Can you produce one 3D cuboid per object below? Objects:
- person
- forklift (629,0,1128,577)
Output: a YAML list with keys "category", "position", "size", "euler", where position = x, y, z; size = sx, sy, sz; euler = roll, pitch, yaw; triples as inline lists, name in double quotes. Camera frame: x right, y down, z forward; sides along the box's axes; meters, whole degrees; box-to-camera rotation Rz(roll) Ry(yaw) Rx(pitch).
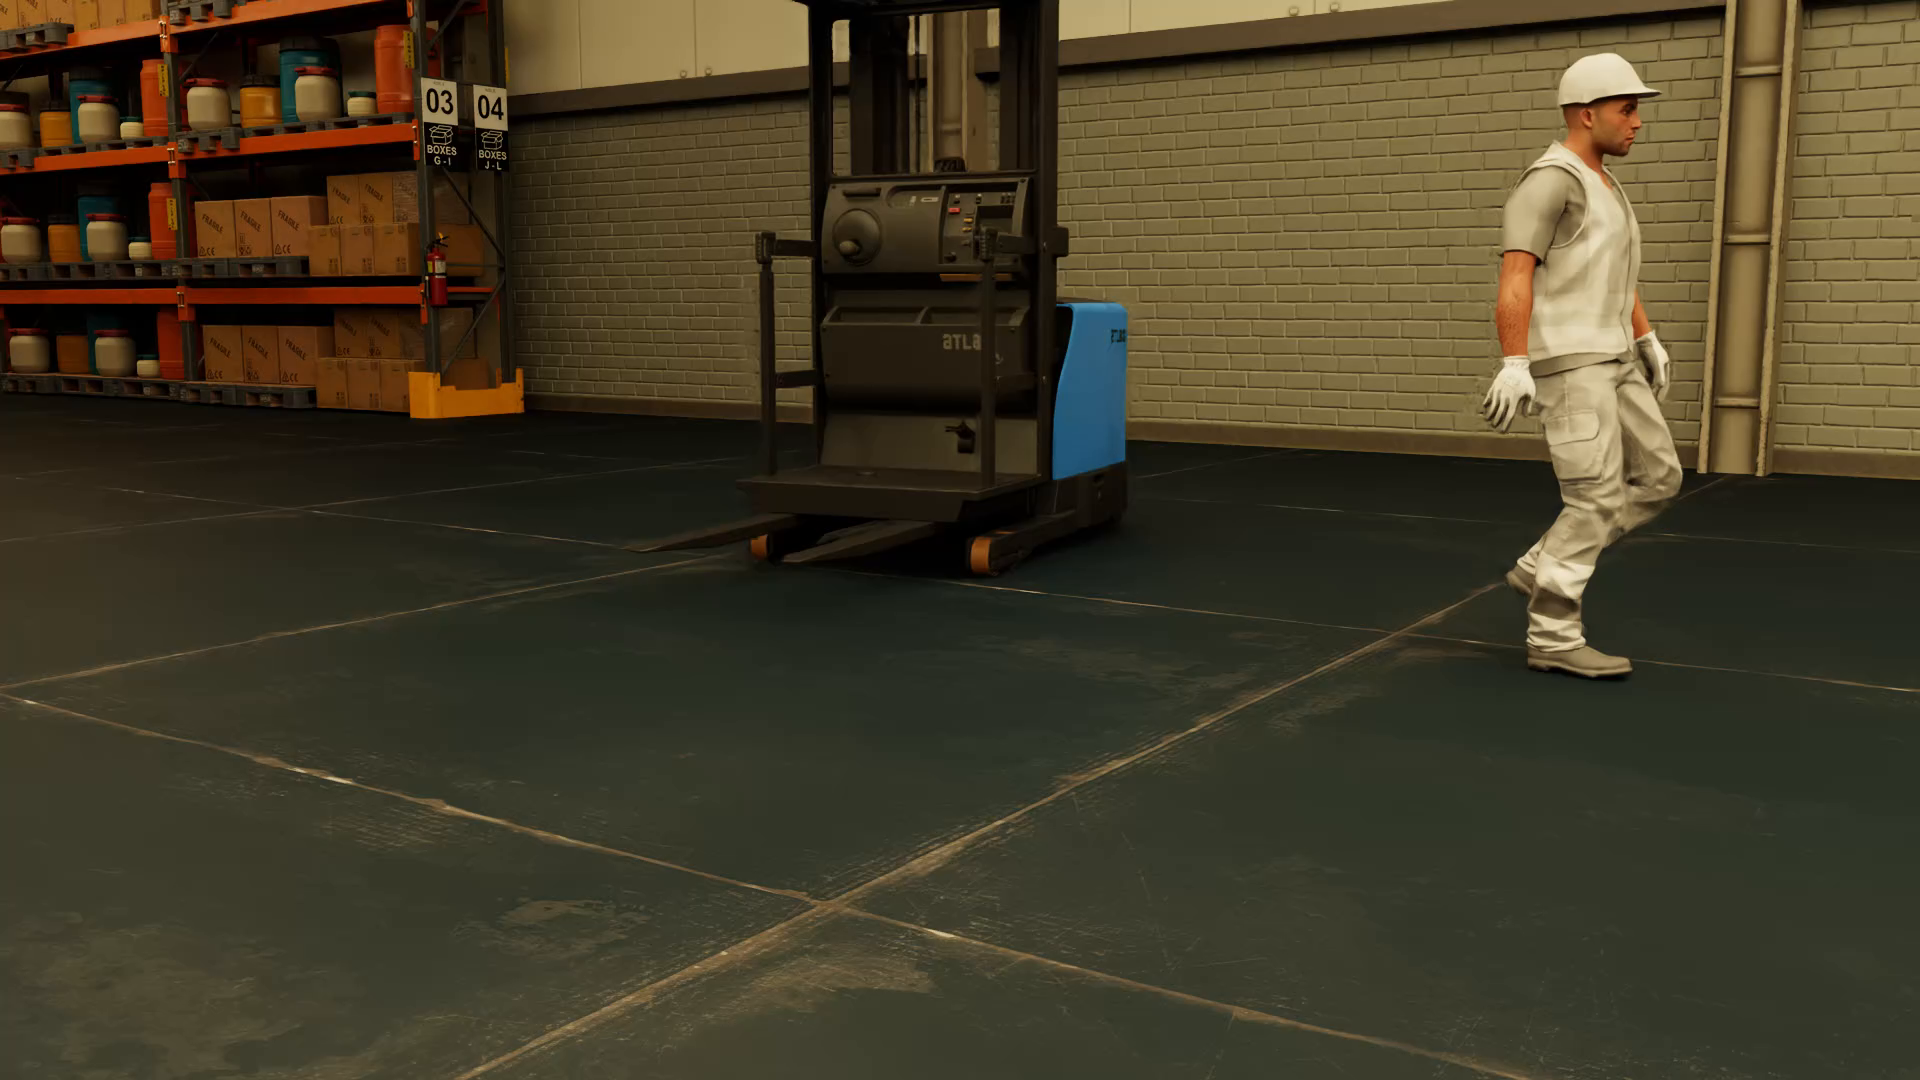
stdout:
- category: "person"
  position: [1.820, -0.496, 4.827]
  size: [0.485, 1.766, 0.735]
  euler: [6, 10, 35]
- category: "forklift"
  position: [-0.237, -1.371, 6.837]
  size: [1.130, 2.935, 3.031]
  euler: [4, 9, 23]
